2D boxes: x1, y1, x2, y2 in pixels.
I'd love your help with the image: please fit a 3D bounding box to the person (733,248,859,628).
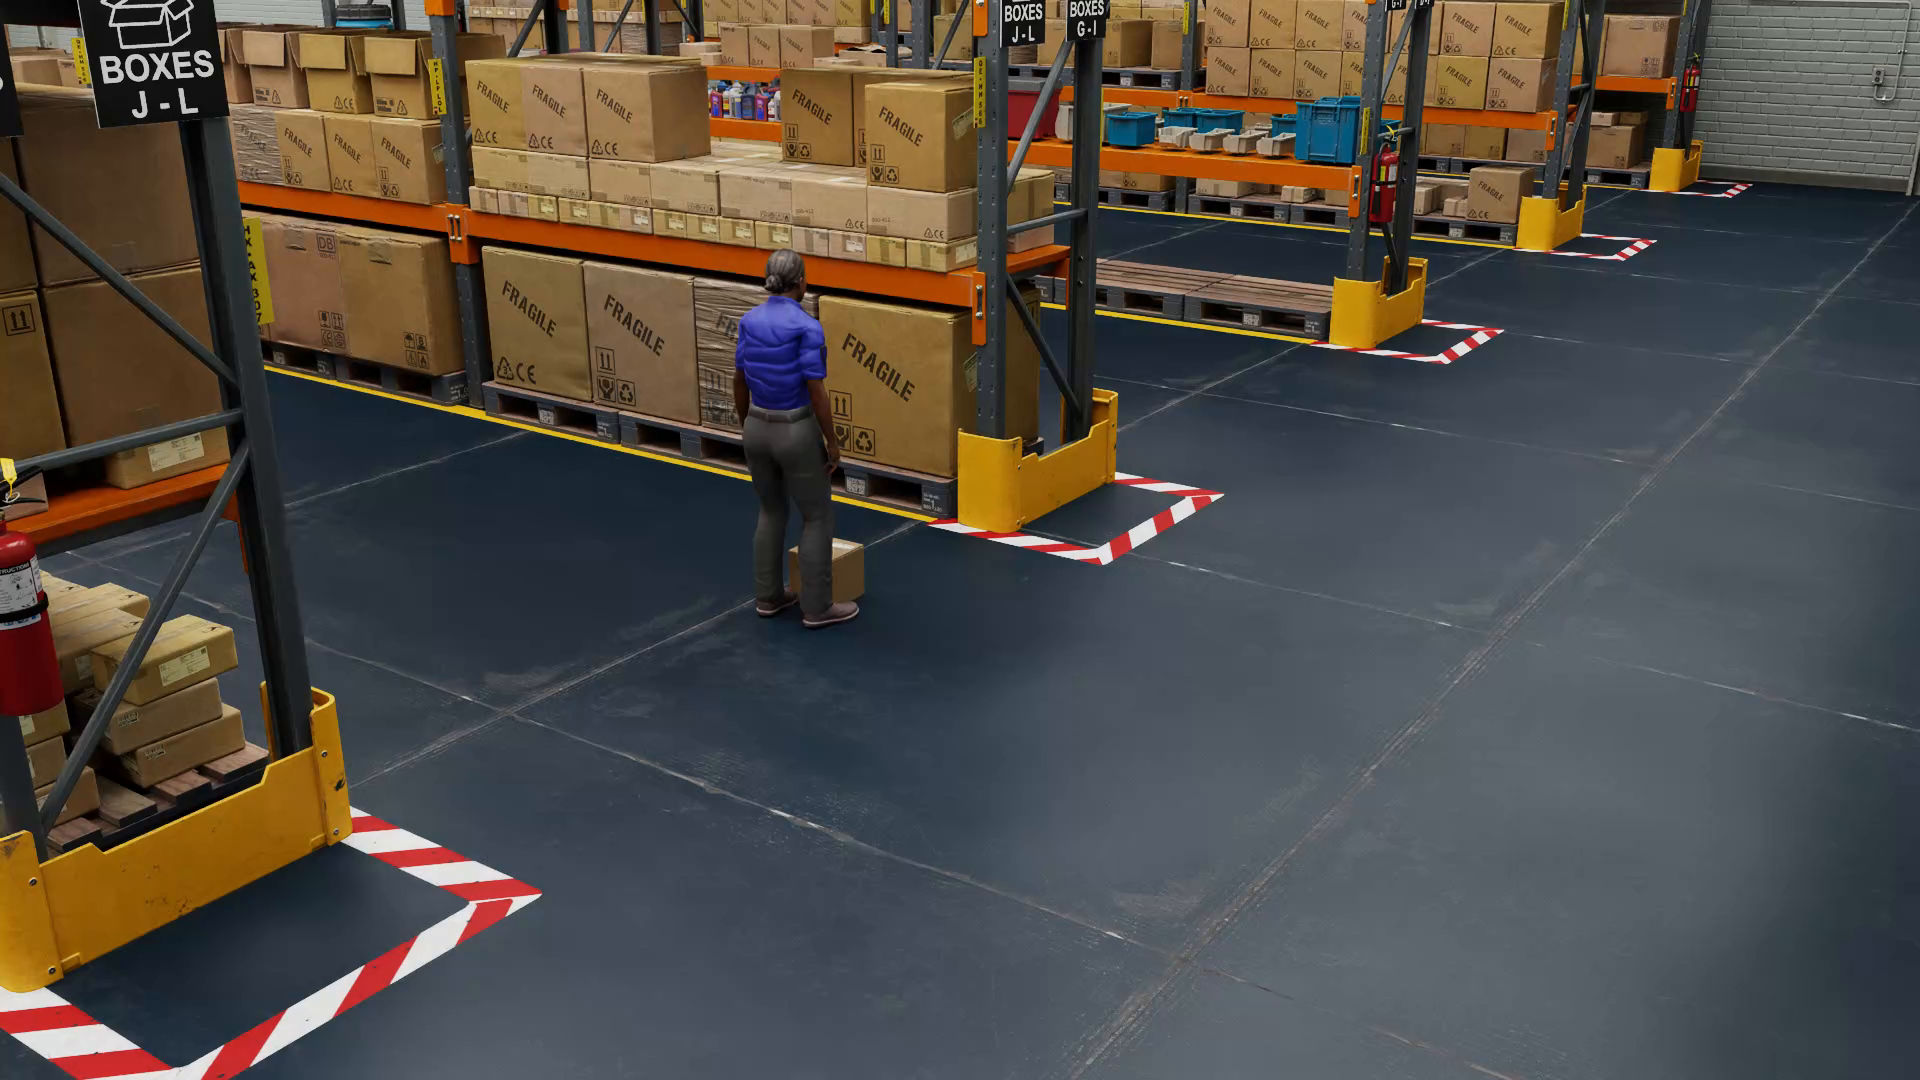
[{"bbox_3d":[-0.745,-0.442,7.298,0.532,1.655,0.349,12,23,29],"label":"person"}]
